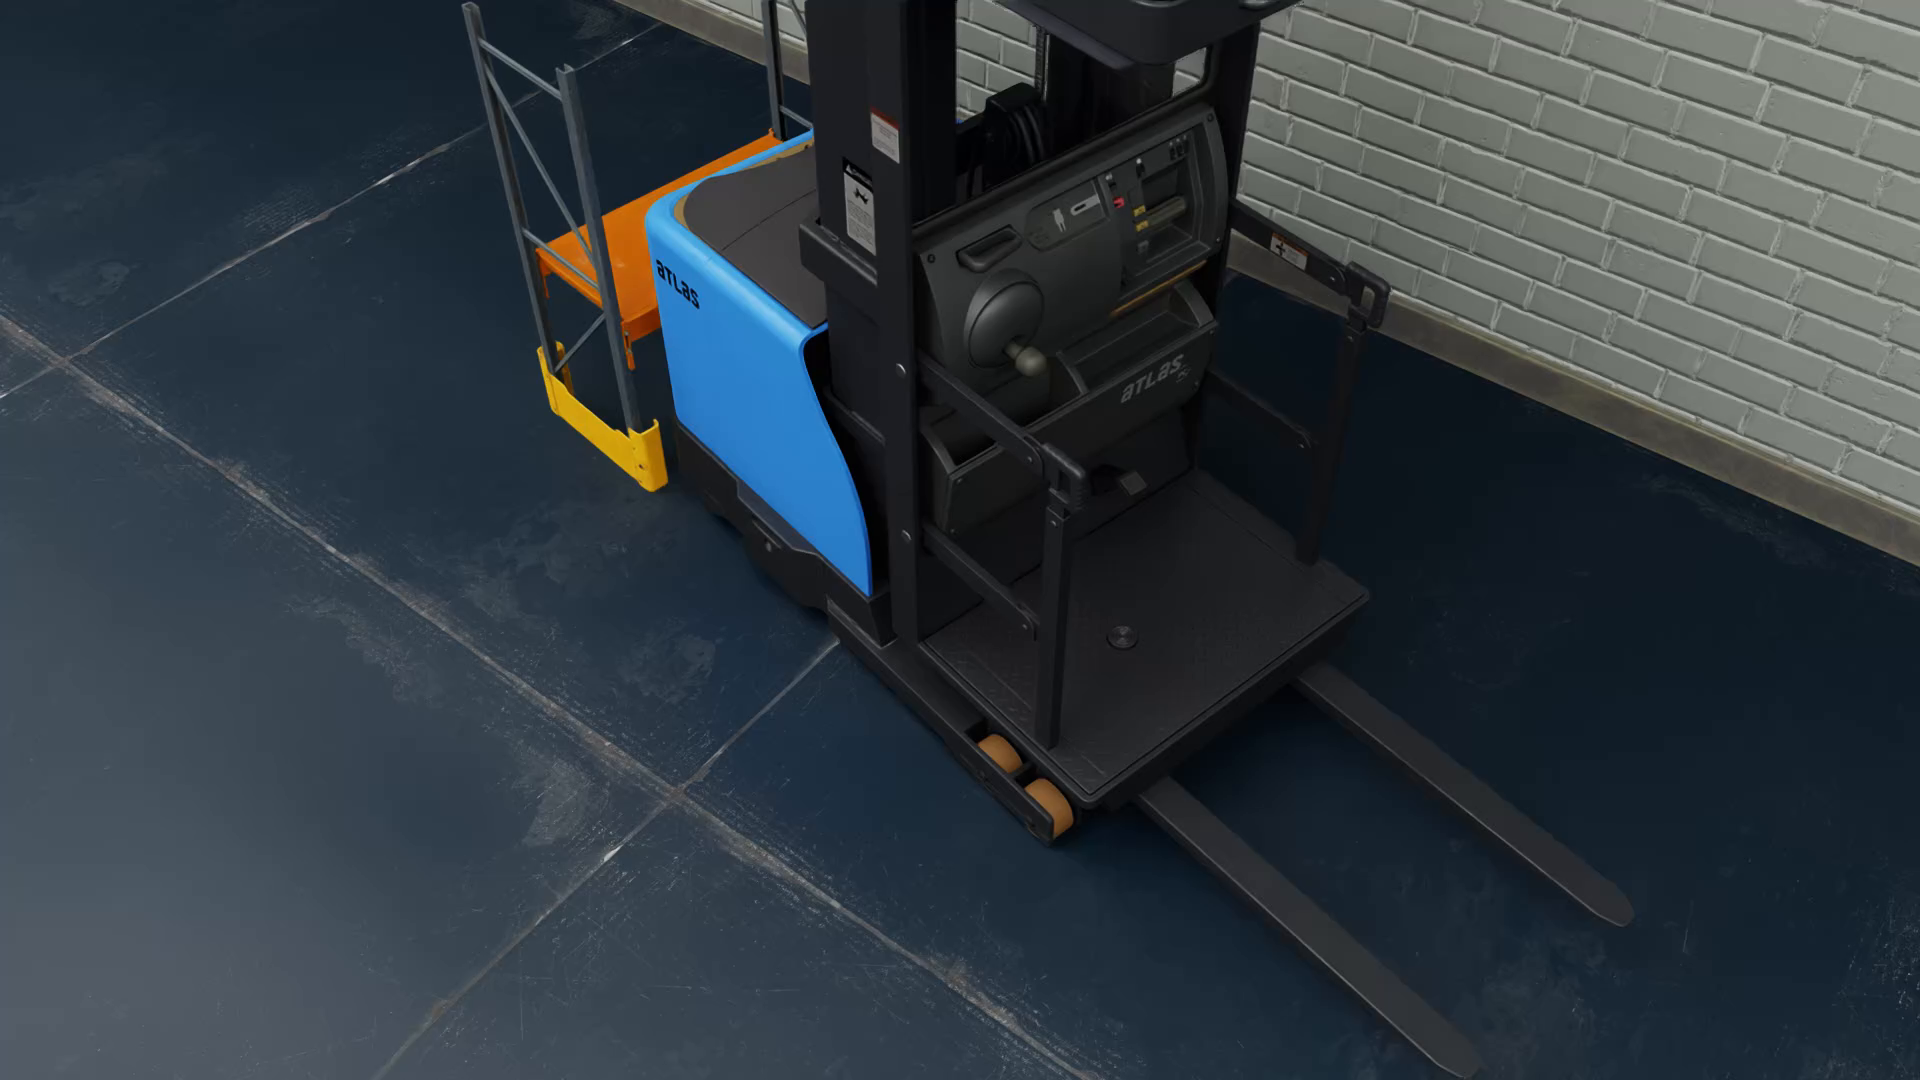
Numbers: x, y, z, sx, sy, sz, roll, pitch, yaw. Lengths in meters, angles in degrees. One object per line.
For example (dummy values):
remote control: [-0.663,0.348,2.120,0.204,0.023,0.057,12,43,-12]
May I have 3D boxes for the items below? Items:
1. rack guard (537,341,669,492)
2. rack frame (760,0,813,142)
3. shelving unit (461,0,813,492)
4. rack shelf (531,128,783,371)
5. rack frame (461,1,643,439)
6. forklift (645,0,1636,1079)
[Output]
rack guard: [-1.176,-0.411,5.468,0.087,0.250,0.587,-35,55,-29]
rack frame: [-0.456,-1.342,5.494,0.032,1.500,0.500,-35,55,-29]
shelving unit: [-0.817,-1.092,5.255,1.083,1.500,0.587,-35,55,-29]
rack shelf: [-0.823,-0.963,5.381,1.000,0.185,0.538,-35,55,-29]
rack frame: [-1.191,-0.834,5.008,0.032,1.500,0.500,-35,55,-29]
forklift: [0.427,-0.624,3.819,1.130,2.935,3.031,-31,54,-26]
